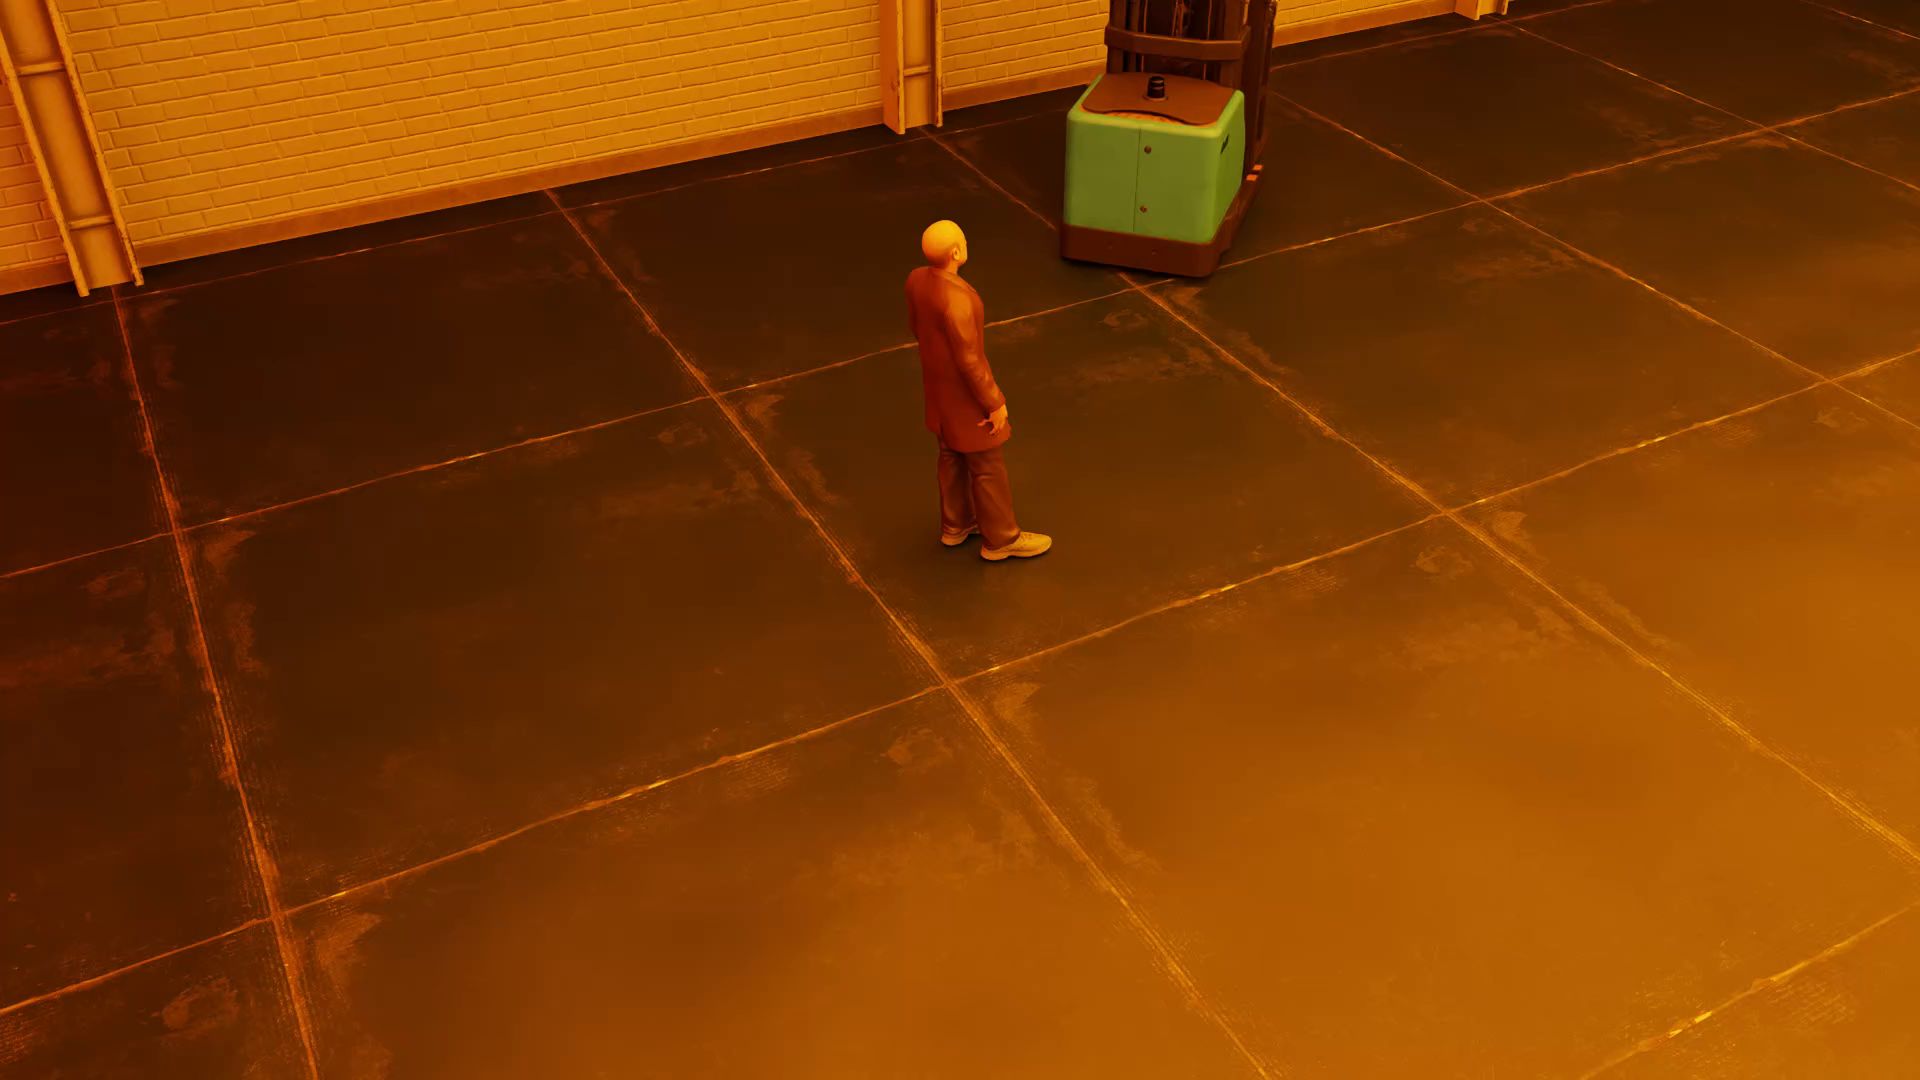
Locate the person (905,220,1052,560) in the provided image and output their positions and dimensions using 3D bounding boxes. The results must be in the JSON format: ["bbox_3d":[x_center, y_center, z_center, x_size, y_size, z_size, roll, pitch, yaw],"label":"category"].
[{"bbox_3d":[0.083,-0.755,8.178,0.579,1.778,0.696,-17,39,-23],"label":"person"}]

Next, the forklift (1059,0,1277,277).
[{"bbox_3d":[1.639,-3.783,11.475,1.130,2.935,3.031,11,37,16],"label":"forklift"}]
